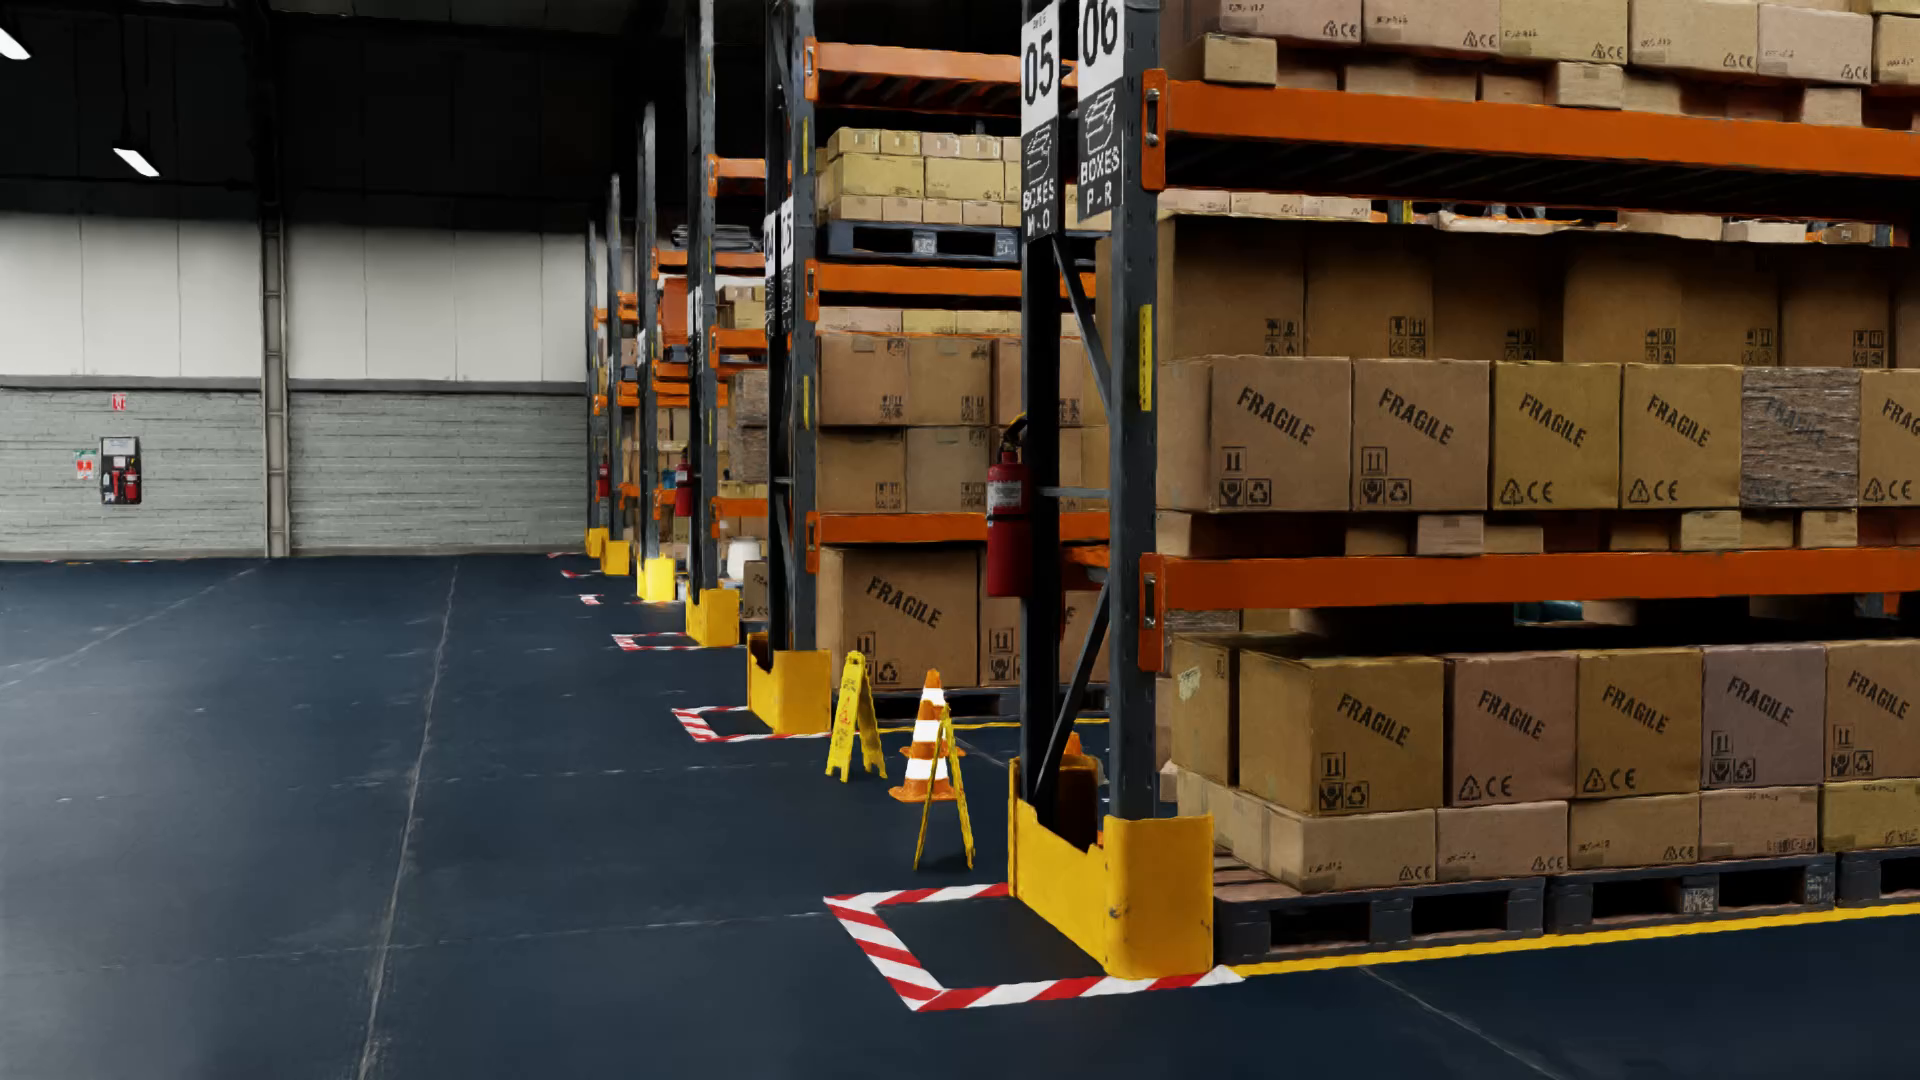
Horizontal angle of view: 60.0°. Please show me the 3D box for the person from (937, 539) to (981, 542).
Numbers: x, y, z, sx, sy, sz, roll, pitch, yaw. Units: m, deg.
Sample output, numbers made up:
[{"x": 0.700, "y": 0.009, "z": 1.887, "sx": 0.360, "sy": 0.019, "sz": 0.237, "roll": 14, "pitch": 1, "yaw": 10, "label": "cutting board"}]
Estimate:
[{"x": -0.027, "y": -0.088, "z": 17.400, "sx": 0.548, "sy": 1.773, "sz": 0.395, "roll": -1, "pitch": 3, "yaw": -23, "label": "person"}]
